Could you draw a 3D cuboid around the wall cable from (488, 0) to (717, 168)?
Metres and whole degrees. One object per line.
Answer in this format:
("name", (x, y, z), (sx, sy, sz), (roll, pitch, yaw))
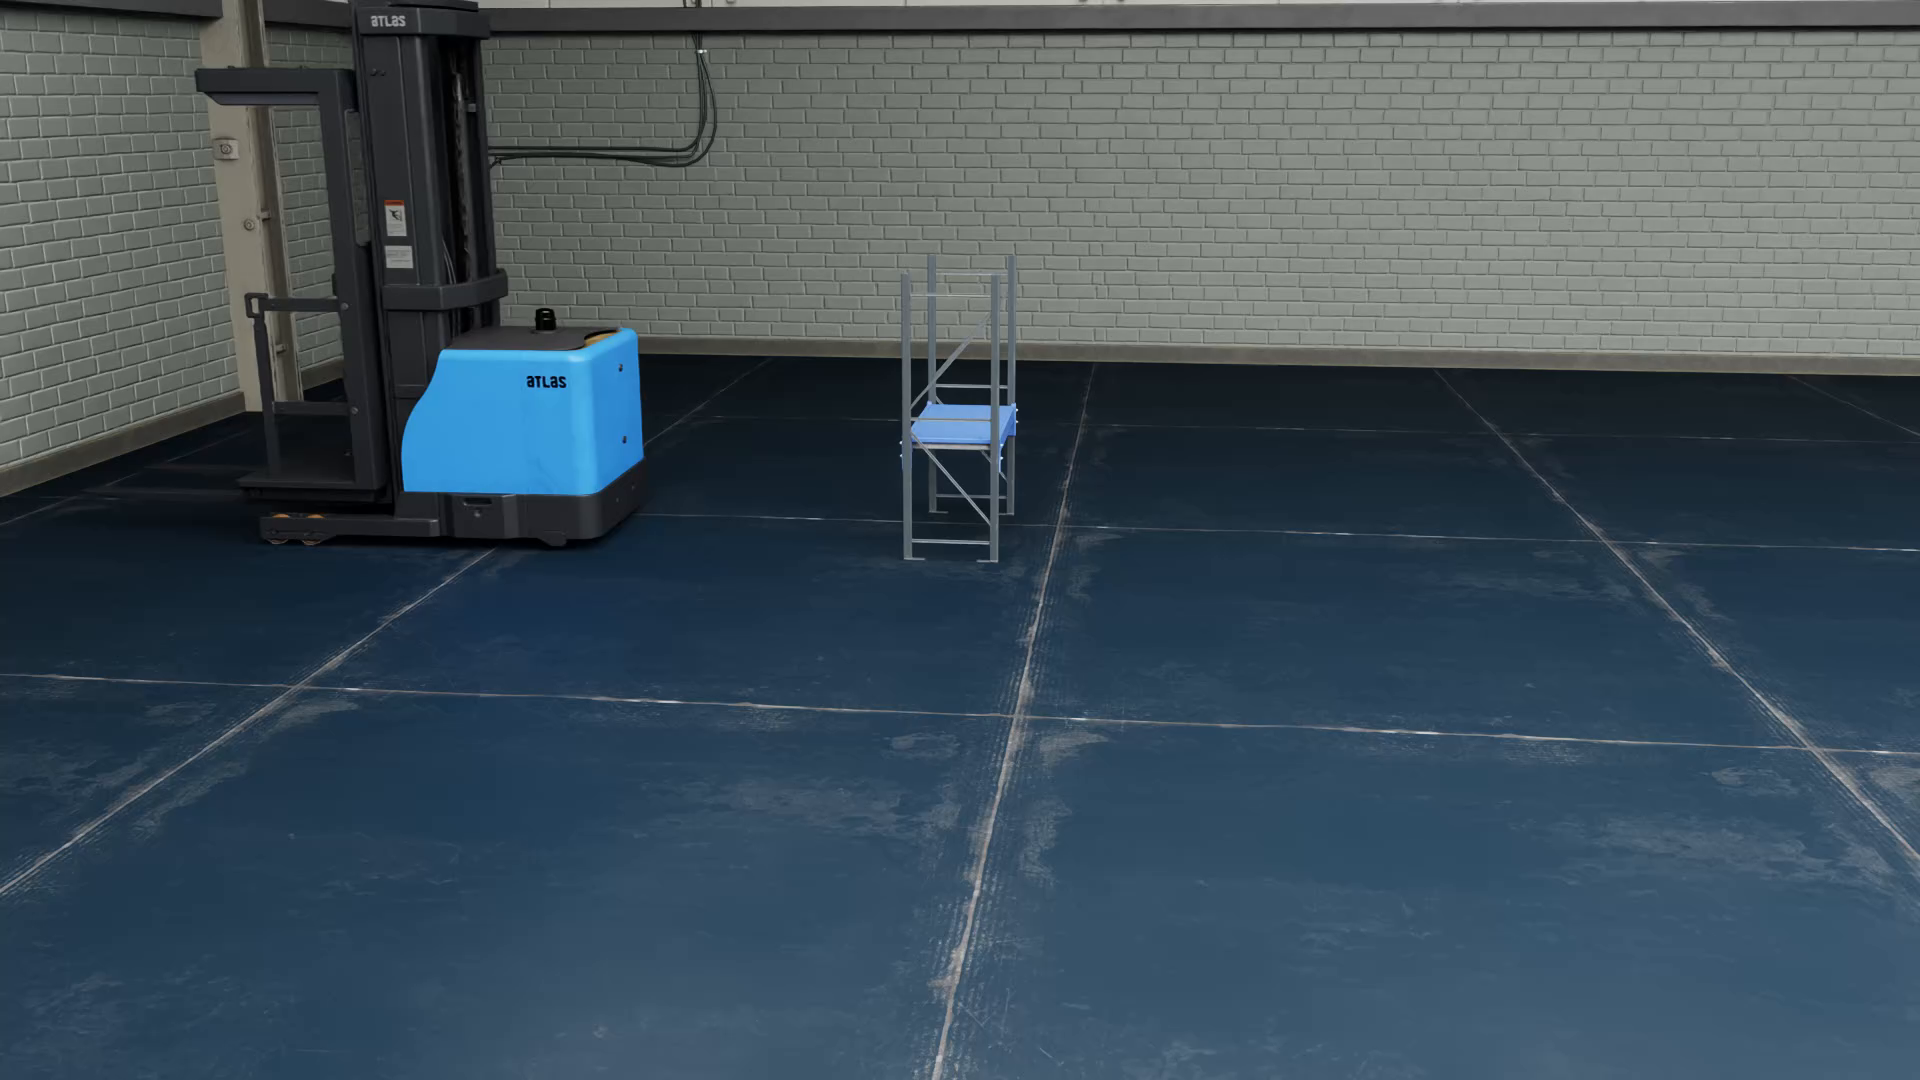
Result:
("wall cable", (-3.731, -4.614, 14.936), (3.097, 2.526, 0.112), (2, 15, 6))

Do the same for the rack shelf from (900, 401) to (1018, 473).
("rack shelf", (0.010, -0.572, 9.095), (0.538, 0.185, 1.000), (2, 15, 6))

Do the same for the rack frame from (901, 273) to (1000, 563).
("rack frame", (-0.048, -0.614, 8.561), (0.500, 1.500, 0.032), (2, 15, 6))

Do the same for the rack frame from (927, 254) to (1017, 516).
("rack frame", (0.067, -0.878, 9.536), (0.500, 1.500, 0.032), (2, 15, 6))

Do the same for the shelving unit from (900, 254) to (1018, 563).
("shelving unit", (0.010, -0.746, 9.048), (0.538, 1.500, 1.048), (2, 15, 6))

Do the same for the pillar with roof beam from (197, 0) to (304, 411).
("pillar with roof beam", (-1.100, -5.261, 11.380), (9.100, 9.000, 0.400), (2, 15, 6))

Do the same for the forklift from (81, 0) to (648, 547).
("forklift", (-3.390, -1.521, 9.171), (3.031, 2.935, 1.130), (1, 15, 5))
